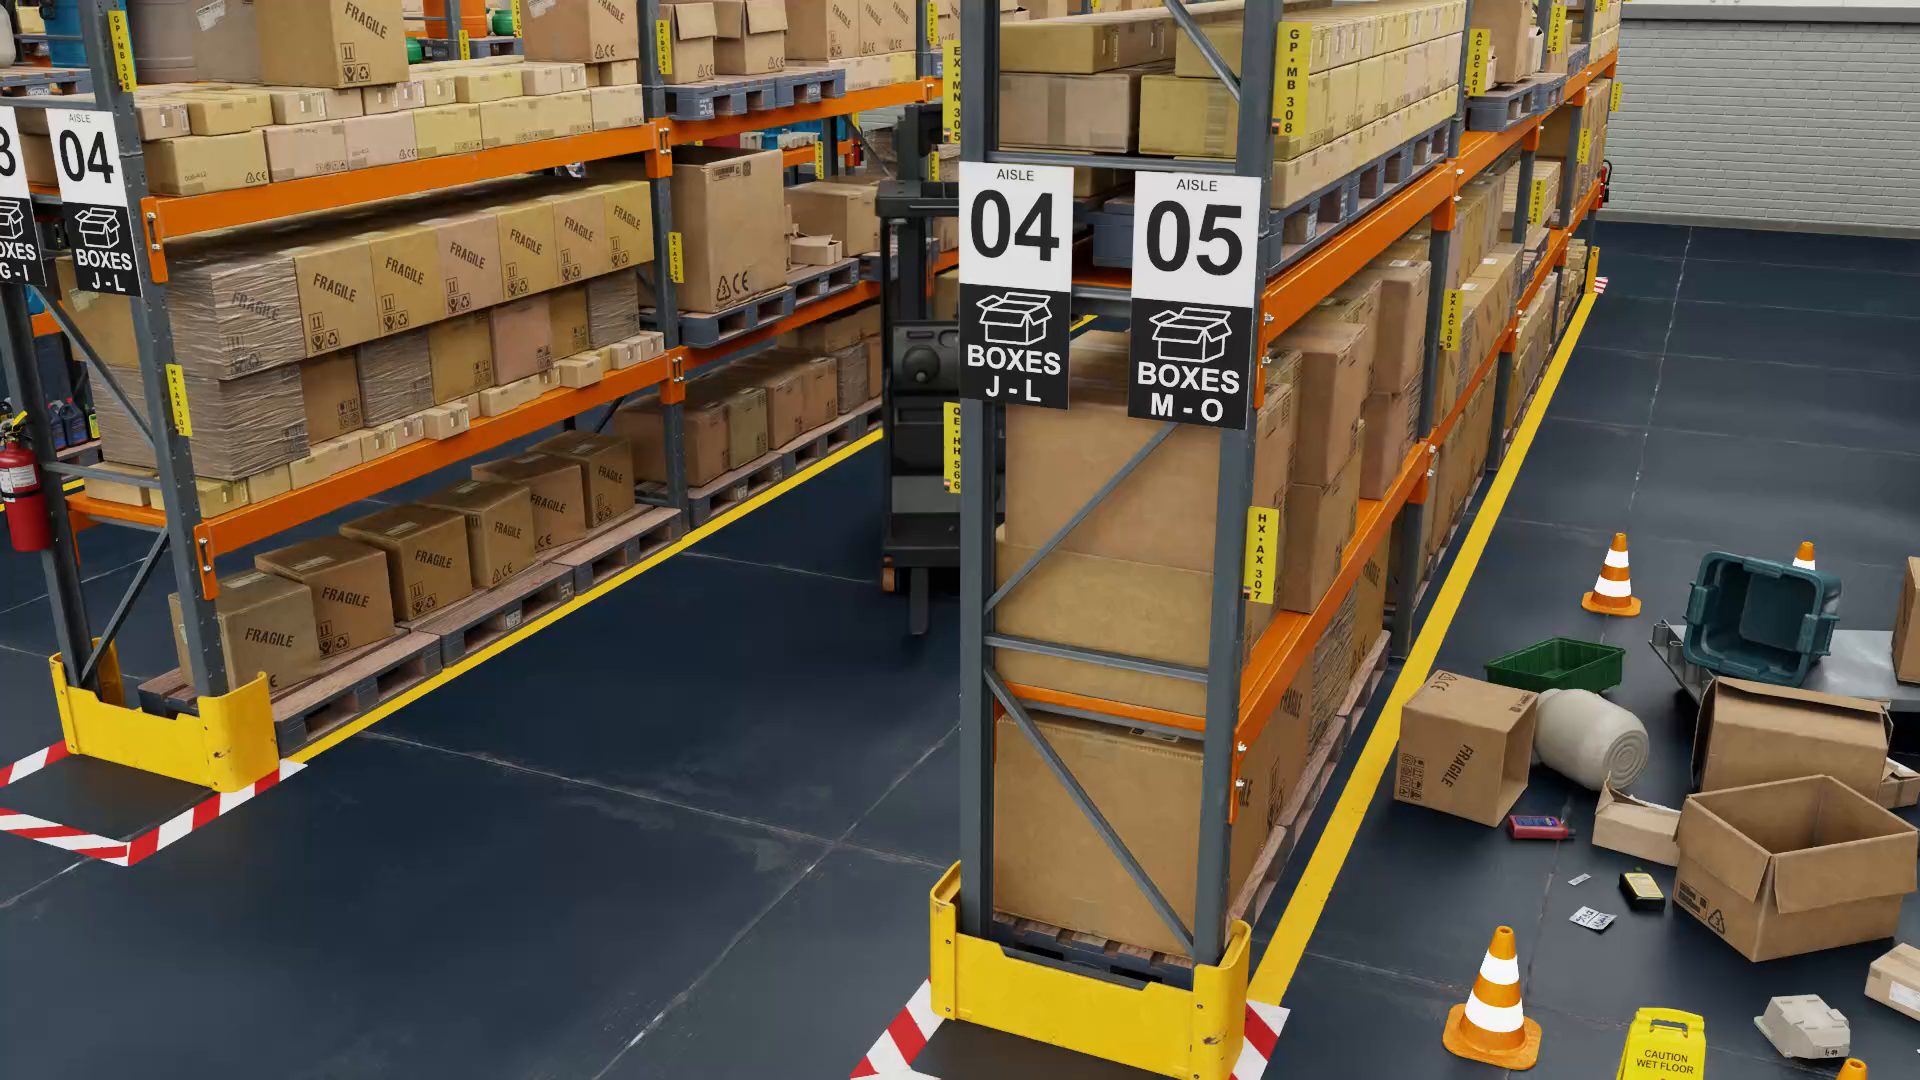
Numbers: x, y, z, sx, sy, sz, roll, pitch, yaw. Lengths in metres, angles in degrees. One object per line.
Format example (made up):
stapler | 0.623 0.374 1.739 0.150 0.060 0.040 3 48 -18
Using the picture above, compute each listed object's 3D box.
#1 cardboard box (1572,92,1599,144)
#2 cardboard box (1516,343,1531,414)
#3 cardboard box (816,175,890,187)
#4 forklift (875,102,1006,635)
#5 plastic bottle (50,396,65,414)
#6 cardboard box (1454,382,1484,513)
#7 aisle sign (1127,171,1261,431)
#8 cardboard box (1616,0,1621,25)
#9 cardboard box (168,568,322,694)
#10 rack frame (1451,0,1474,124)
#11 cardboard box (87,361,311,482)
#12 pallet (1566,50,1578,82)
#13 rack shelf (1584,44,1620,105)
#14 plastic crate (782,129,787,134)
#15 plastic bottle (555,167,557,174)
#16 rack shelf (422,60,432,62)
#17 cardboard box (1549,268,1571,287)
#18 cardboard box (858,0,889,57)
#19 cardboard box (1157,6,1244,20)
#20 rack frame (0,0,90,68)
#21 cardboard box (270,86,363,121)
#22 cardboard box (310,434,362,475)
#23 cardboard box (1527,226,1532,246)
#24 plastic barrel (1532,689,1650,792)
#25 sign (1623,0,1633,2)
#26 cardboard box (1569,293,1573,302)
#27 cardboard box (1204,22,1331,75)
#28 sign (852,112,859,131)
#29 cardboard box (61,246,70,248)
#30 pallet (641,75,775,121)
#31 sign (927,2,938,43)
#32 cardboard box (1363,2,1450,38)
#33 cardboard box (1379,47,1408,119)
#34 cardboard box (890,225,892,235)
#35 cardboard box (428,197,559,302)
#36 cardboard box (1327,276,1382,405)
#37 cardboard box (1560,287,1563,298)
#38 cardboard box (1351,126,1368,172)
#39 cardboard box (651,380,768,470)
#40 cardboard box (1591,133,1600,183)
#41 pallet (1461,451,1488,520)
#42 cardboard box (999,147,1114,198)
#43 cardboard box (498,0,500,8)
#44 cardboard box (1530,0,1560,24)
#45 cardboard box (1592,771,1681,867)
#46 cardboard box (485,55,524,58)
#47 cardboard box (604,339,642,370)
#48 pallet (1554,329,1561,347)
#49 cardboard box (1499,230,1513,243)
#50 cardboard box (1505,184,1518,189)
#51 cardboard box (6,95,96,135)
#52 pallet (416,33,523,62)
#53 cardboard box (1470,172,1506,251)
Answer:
cardboard box | 6.234 -4.324 17.066 0.500 0.500 0.500 9 21 24
cardboard box | 4.481 -1.384 13.987 0.500 0.500 0.500 9 21 23
cardboard box | -0.912 -2.814 14.129 0.500 0.500 0.500 6 20 16
forklift | 0.046 -1.154 10.338 1.130 2.935 3.031 0 20 -1
plastic bottle | -7.016 -0.939 12.930 0.144 0.351 0.185 9 21 23
cardboard box | 3.070 -0.725 11.760 1.050 0.750 0.750 9 21 24
aisle sign | 0.725 -0.745 5.206 0.394 0.787 0.004 9 21 23
cardboard box | 7.076 -5.876 18.517 0.500 0.250 0.500 8 21 21
cardboard box | -3.732 0.497 8.698 0.500 0.500 0.500 13 23 33
rack frame | 2.118 -3.632 8.252 1.000 3.000 0.127 9 21 23
cardboard box | -3.753 -0.646 8.215 0.875 0.500 0.500 9 21 23
pallet | 4.622 -4.084 14.280 1.213 0.211 1.003 9 21 23
rack shelf | 6.213 -4.937 17.471 1.077 0.370 4.000 9 21 23
plastic crate | -2.578 -5.652 23.189 0.250 0.136 0.298 9 21 23
plastic bottle | -4.619 -4.140 18.820 0.152 0.276 0.135 9 21 23
rack shelf | -4.427 -5.105 17.944 1.077 0.370 4.000 9 21 23
cardboard box | 6.215 -2.772 17.528 0.380 0.149 0.250 9 21 24
cardboard box | -0.895 -4.097 13.141 0.500 0.500 0.500 8 21 23
cardboard box | 1.036 -2.191 7.086 0.380 0.149 0.250 8 21 22
rack frame | -6.884 -5.023 12.163 1.000 3.000 0.127 9 21 23
cardboard box | -3.214 -2.184 8.287 0.380 0.149 0.250 8 21 23
cardboard box | -3.350 -0.458 8.654 0.380 0.149 0.250 9 21 23
cardboard box | 4.560 -2.546 13.899 0.380 0.149 0.250 9 22 24
plastic barrel | 3.053 0.966 8.122 0.421 0.421 0.512 -9 22 -24
sign | 7.530 -6.222 18.690 0.100 0.325 0.005 9 21 23
cardboard box | 6.541 -2.733 18.304 0.380 0.149 0.250 9 21 24
cardboard box | 1.011 -1.633 5.517 0.380 0.149 0.250 9 21 23
sign | -1.462 -5.871 23.258 0.100 0.325 0.005 9 21 23
cardboard box | -10.246 -3.147 18.481 0.500 0.311 0.500 9 22 25
pallet | -2.015 -3.016 11.276 1.213 0.211 1.003 9 21 23
sign | -0.233 -4.322 13.896 0.100 0.325 0.005 9 21 23
cardboard box | 2.052 -2.412 7.706 0.380 0.149 0.250 9 21 23
cardboard box | 1.531 -1.886 6.822 0.500 0.250 0.500 8 21 22
cardboard box | -0.751 -2.972 15.199 0.500 0.500 0.500 9 22 24
cardboard box | -2.708 -1.694 9.671 0.500 0.500 0.500 9 21 23
cardboard box | 1.470 -0.947 7.818 0.875 0.550 0.550 9 21 23
cardboard box | 6.171 -2.645 17.613 0.380 0.149 0.250 10 22 25
cardboard box | 1.326 -1.492 6.310 0.380 0.149 0.250 9 21 23
cardboard box | -1.882 -0.874 12.525 0.700 0.500 0.500 8 21 22
cardboard box | 6.669 -4.175 18.140 0.500 0.500 0.500 9 21 23
pallet | 3.365 -0.484 12.514 1.003 0.211 1.213 9 21 23
cardboard box | 0.307 -1.271 5.688 0.380 0.149 0.250 9 21 23
cardboard box | -6.670 -7.779 23.867 0.500 0.250 0.500 9 21 23
cardboard box | 4.385 -4.093 12.732 0.396 0.266 0.258 9 21 23
cardboard box | 3.095 1.261 7.527 0.396 0.266 0.258 13 23 32
cardboard box | -2.780 -2.990 10.553 0.380 0.149 0.250 8 21 21
cardboard box | -2.296 -1.217 10.790 0.380 0.149 0.250 9 21 23
pallet | 5.637 -2.147 17.192 1.003 0.211 1.213 9 21 23
cardboard box | 4.137 -2.368 12.955 0.380 0.149 0.250 10 22 25
cardboard box | 4.659 -2.905 14.020 0.380 0.149 0.250 9 22 24
cardboard box | -4.174 -1.952 7.634 0.380 0.149 0.250 9 21 23
pallet | -4.844 -4.964 16.756 1.003 0.211 1.213 9 21 23
cardboard box | 3.563 -2.411 12.129 0.700 0.500 0.500 8 21 22
